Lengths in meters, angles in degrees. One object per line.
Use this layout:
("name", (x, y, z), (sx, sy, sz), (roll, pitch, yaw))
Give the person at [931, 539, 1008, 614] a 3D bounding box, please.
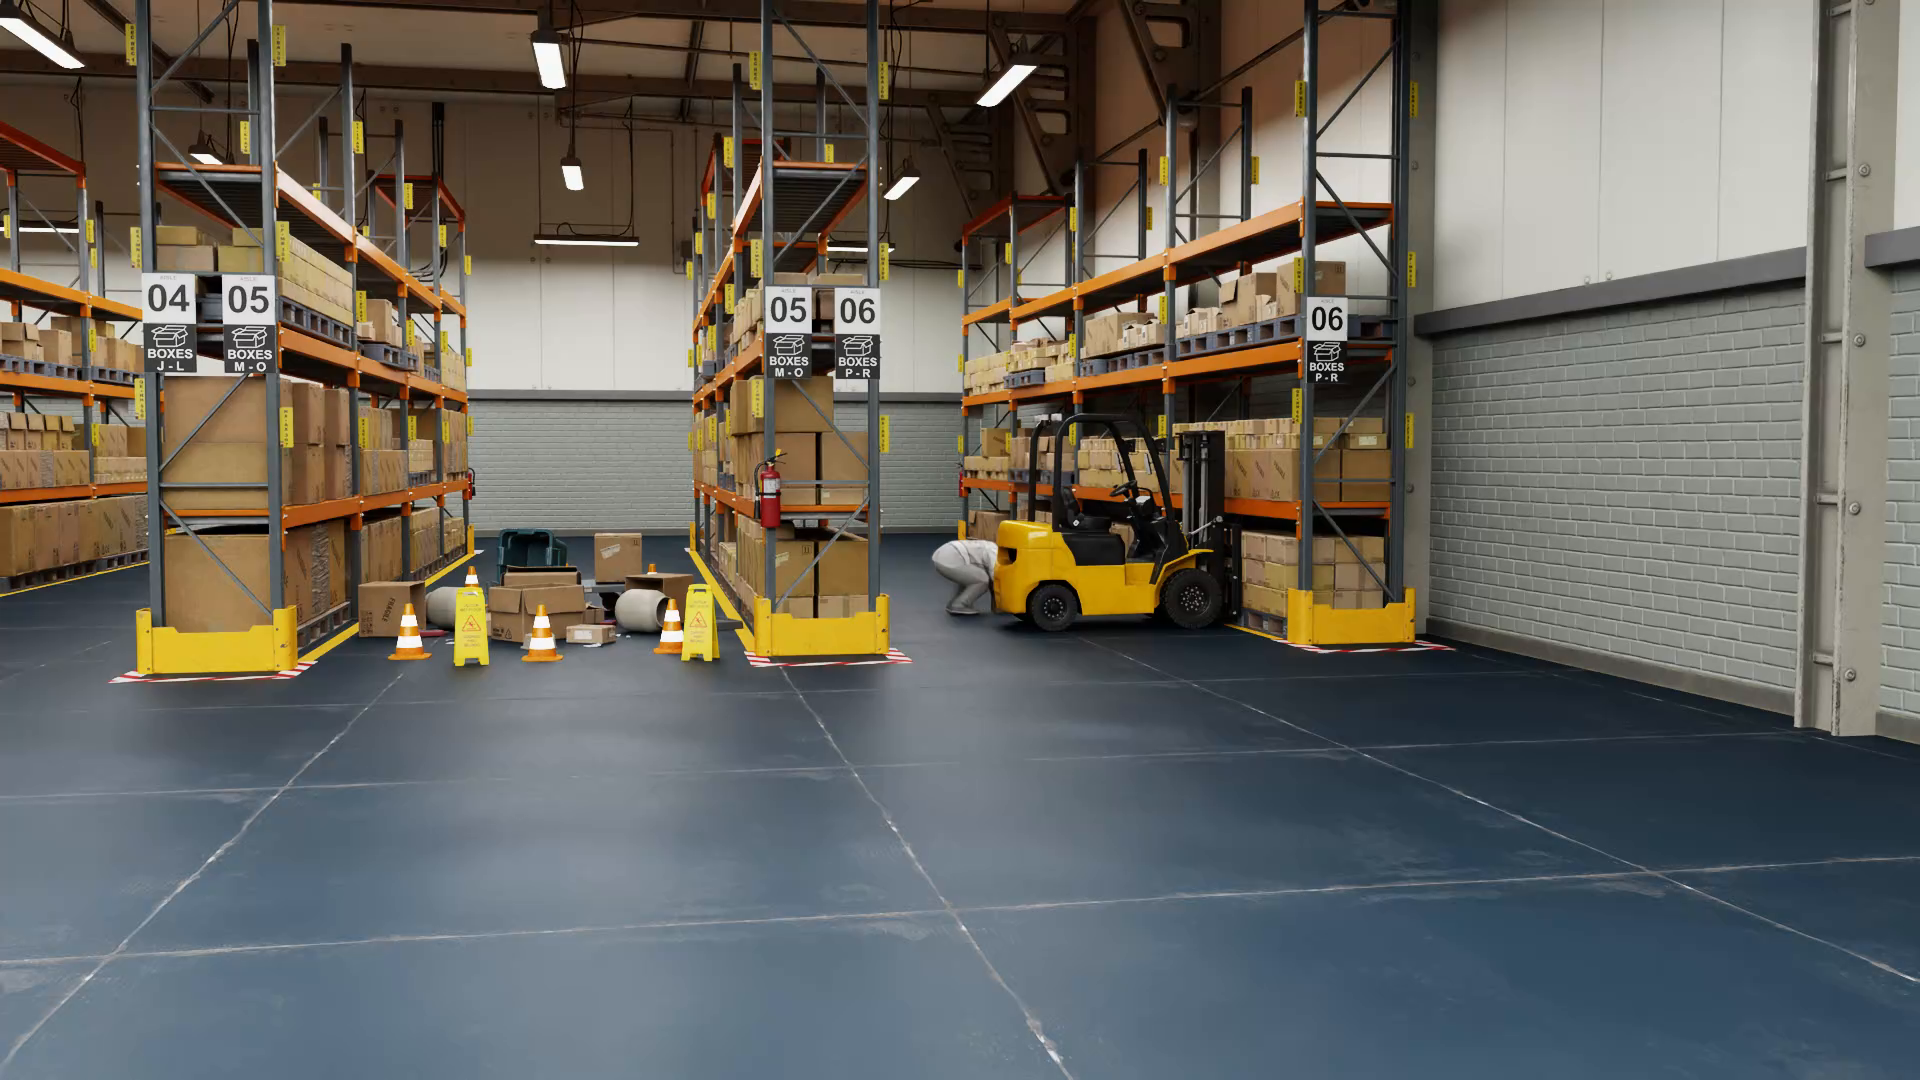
("person", (0.198, 0.408, 18.356), (1.027, 0.840, 0.552), (-1, 3, -13))
